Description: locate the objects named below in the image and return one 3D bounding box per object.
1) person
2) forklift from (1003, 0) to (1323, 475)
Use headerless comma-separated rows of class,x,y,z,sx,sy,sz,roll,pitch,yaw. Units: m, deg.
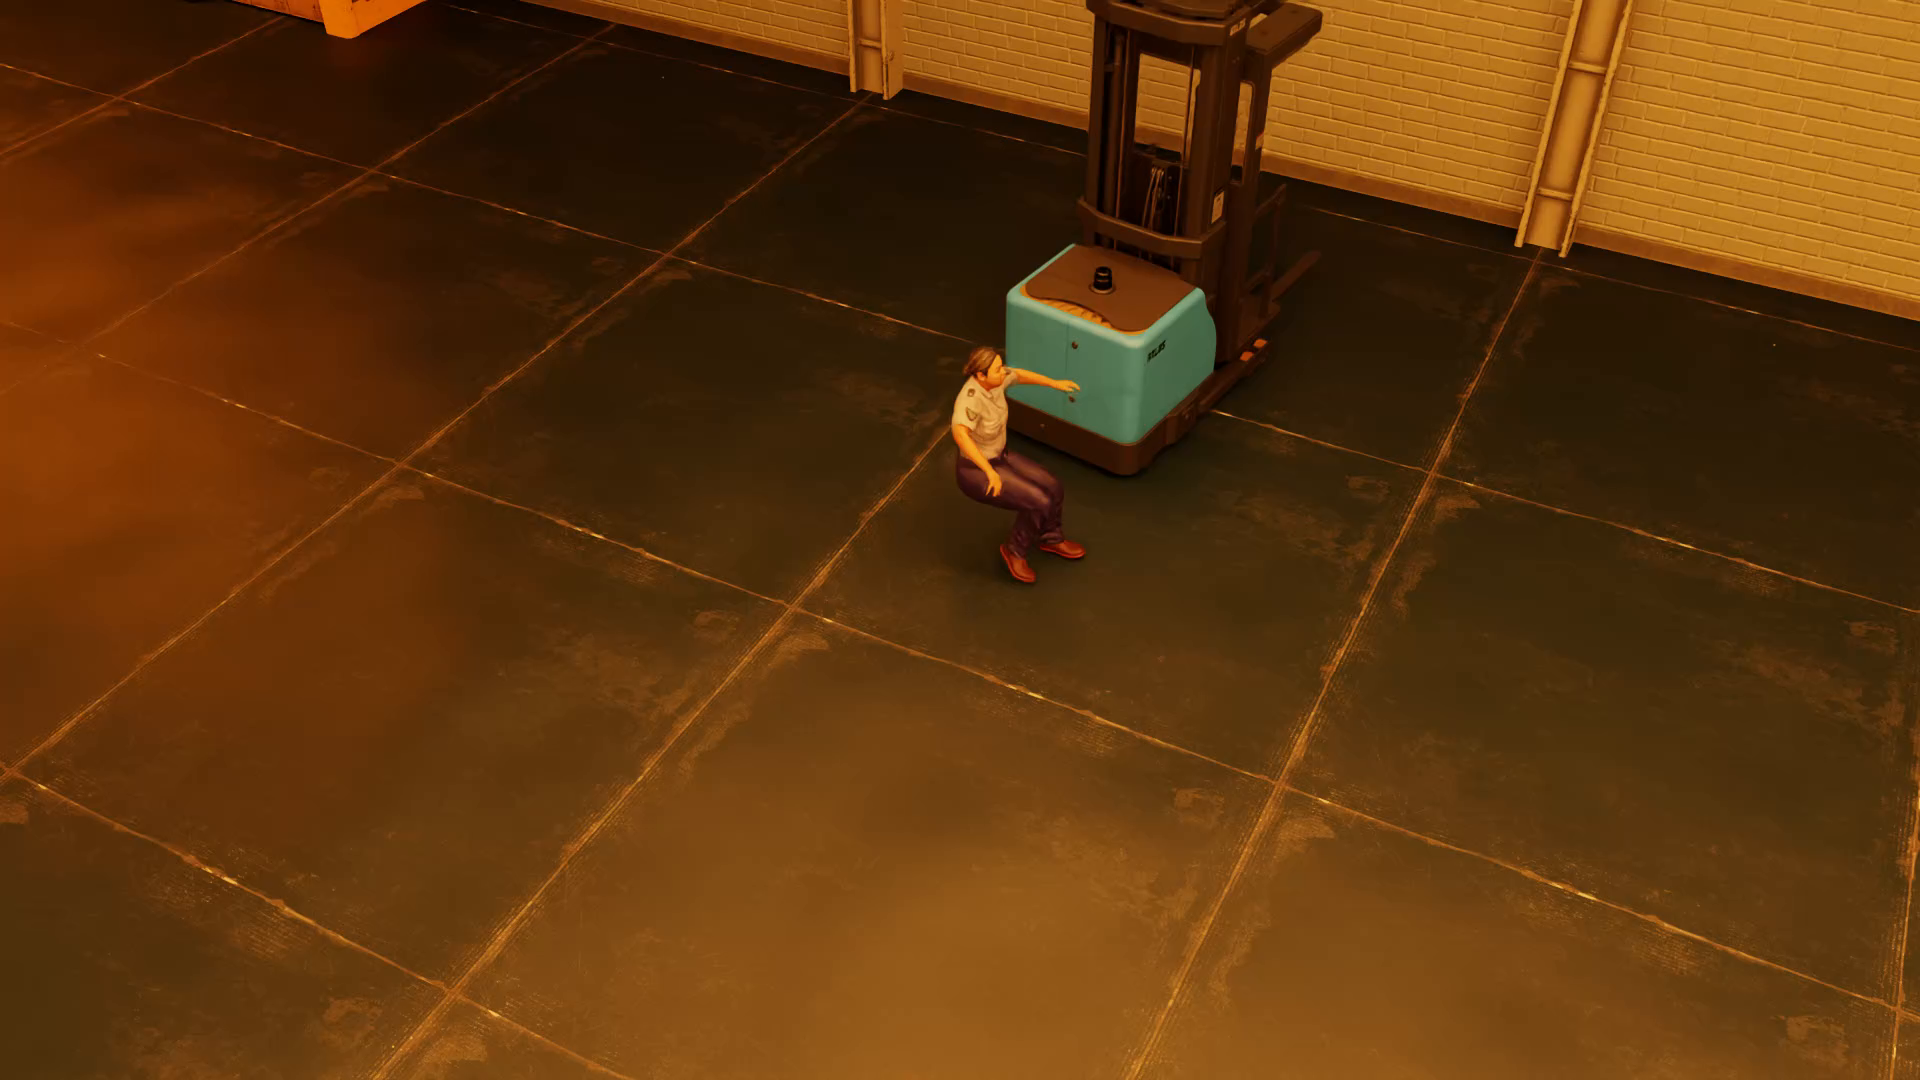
person,0.362,-0.443,9.686,0.787,1.406,0.990,7,41,8
forklift,1.549,-2.441,10.884,1.130,2.935,3.031,25,46,27
